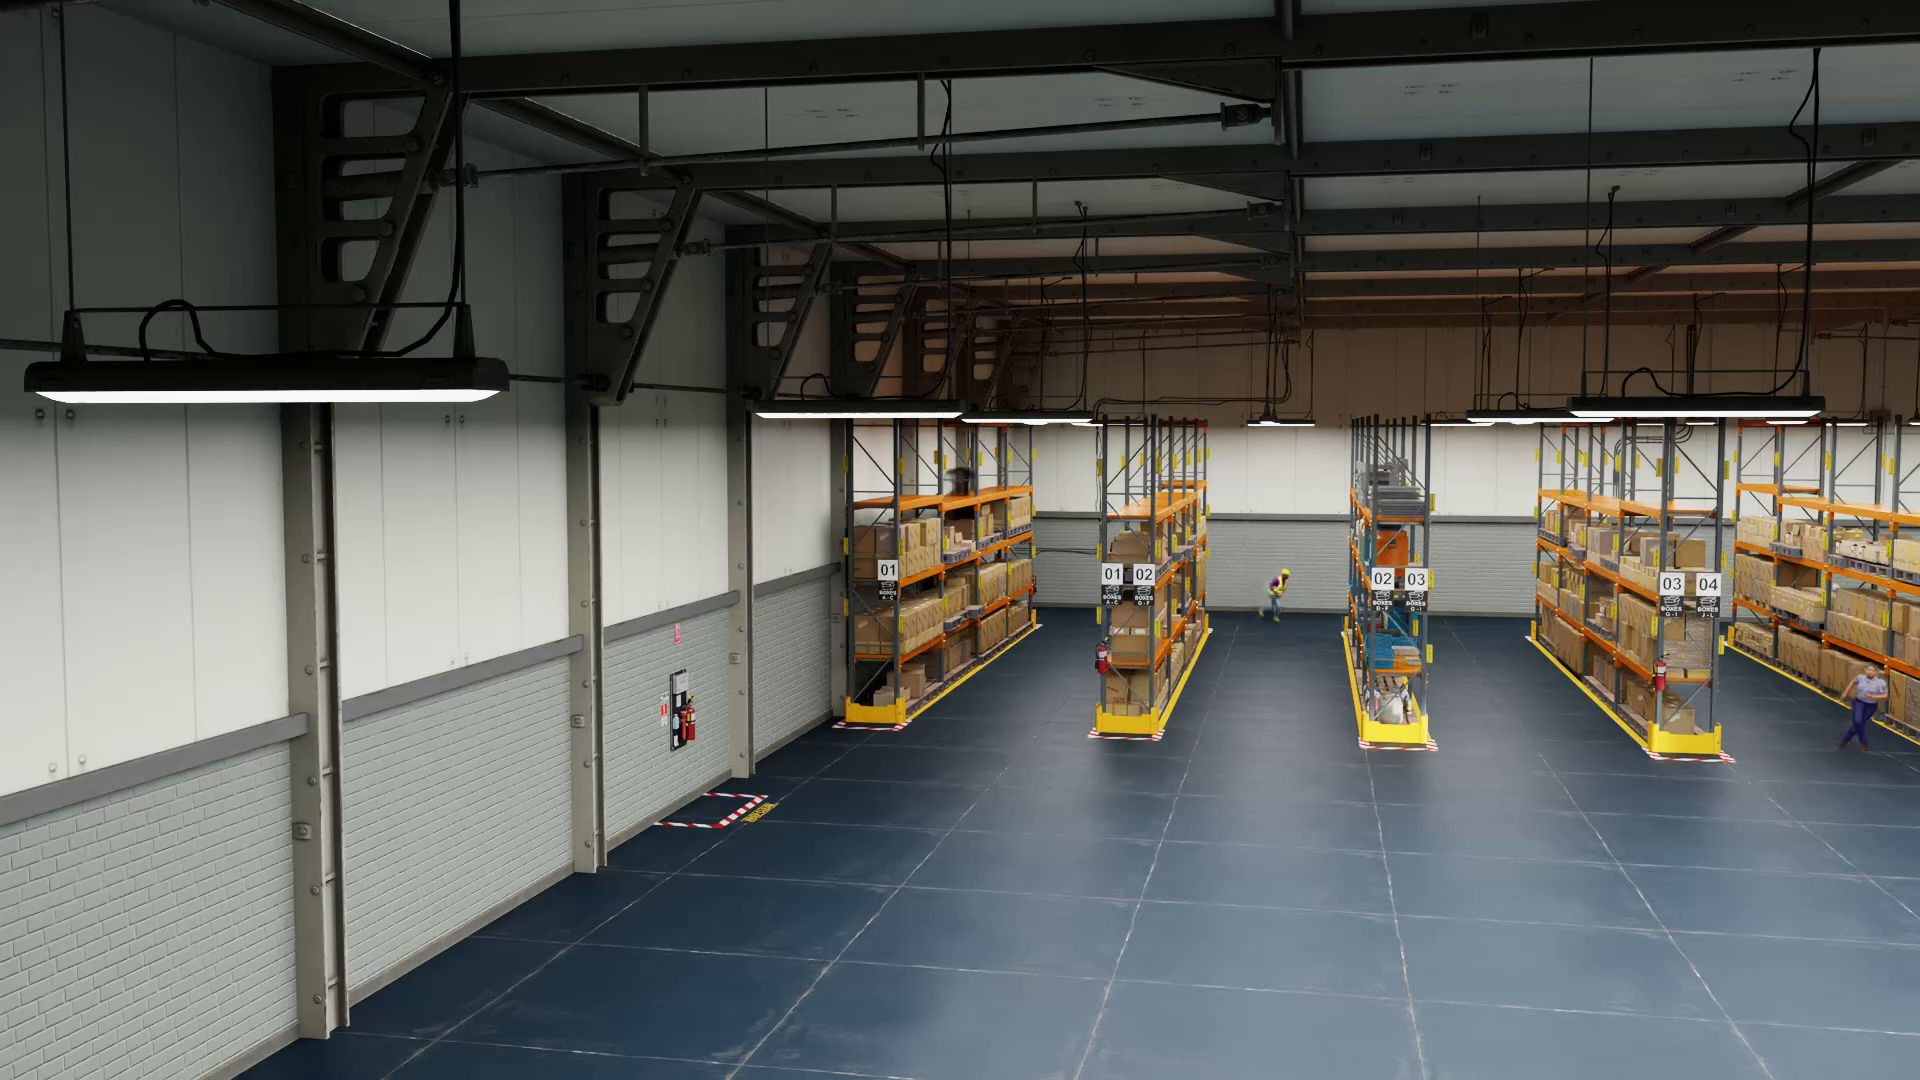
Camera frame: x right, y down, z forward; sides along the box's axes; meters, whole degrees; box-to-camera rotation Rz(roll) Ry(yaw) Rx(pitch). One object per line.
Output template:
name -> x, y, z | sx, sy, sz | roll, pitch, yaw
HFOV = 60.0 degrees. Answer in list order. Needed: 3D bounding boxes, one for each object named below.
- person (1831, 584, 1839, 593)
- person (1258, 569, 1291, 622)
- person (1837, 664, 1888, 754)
person -> 22.483, 2.013, 42.666 | 0.716, 1.757, 0.974 | 0, 4, -3
person -> 9.367, 1.641, 49.514 | 1.054, 1.582, 0.702 | 3, 5, 40
person -> 16.041, 2.974, 29.556 | 0.744, 1.578, 0.662 | 2, 4, 25
